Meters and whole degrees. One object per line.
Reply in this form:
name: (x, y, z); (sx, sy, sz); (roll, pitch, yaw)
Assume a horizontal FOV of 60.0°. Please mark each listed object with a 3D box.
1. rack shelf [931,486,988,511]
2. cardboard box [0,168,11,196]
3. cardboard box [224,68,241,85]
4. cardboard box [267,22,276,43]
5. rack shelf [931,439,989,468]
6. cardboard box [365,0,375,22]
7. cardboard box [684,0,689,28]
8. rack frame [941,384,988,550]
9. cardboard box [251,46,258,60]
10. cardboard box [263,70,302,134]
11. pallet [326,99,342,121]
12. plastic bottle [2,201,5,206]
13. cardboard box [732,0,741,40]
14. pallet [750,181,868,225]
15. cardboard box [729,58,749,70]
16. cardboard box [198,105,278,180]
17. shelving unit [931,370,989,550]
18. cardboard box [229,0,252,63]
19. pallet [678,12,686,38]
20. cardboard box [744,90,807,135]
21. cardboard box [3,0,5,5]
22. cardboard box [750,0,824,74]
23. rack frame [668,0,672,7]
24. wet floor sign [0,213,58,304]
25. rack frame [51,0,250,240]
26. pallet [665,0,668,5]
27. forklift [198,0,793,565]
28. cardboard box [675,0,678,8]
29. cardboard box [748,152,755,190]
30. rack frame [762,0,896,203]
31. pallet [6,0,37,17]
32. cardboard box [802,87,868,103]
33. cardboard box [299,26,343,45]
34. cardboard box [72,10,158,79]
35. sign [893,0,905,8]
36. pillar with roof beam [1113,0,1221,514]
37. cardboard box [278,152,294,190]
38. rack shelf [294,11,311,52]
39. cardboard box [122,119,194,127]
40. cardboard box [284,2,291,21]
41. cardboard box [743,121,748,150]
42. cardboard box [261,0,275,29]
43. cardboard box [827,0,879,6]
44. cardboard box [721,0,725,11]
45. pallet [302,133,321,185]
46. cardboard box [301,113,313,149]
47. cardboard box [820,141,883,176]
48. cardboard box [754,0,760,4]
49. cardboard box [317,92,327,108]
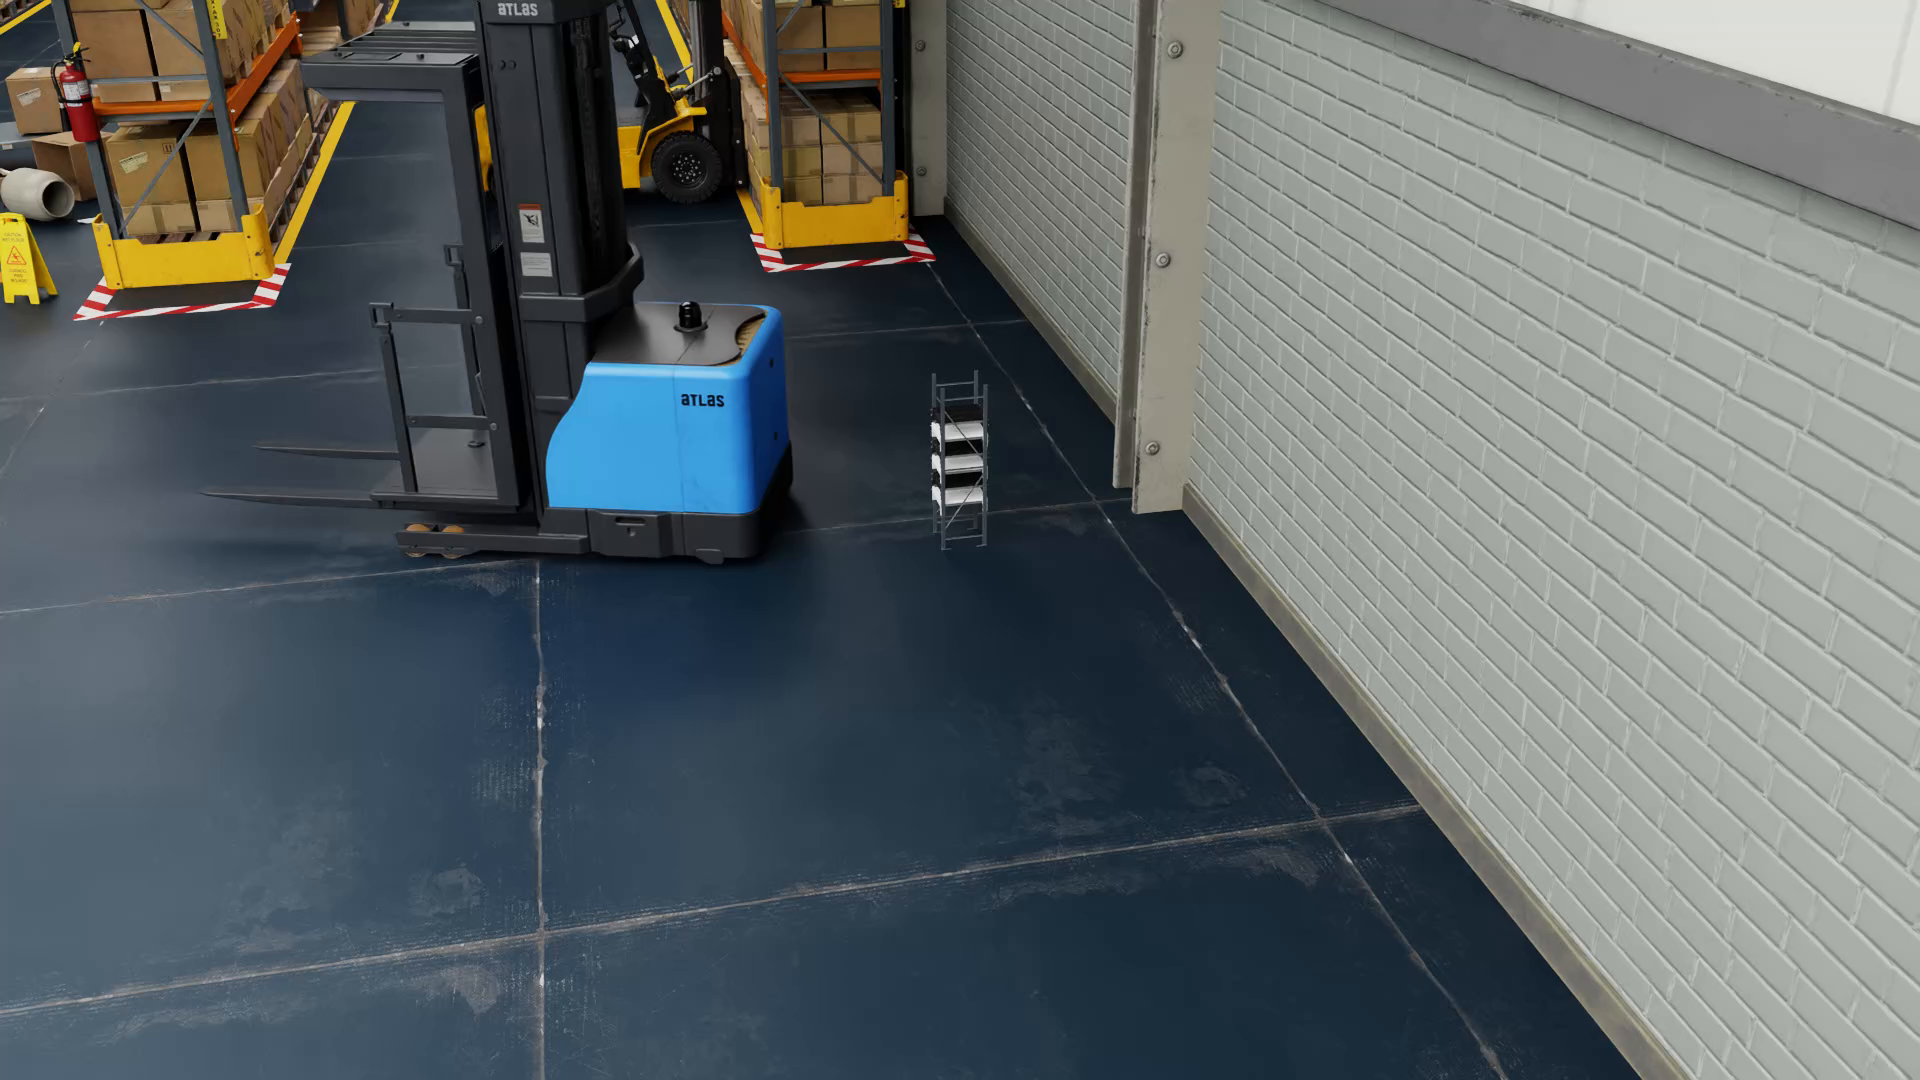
rack shelf: (-0.002, -0.215, 8.650); (0.258, 0.077, 0.200); (-6, 27, -12)
cardboard box: (-8.664, -3.274, 14.942); (0.396, 0.266, 0.258); (19, 32, 32)
cardboard box: (-5.782, -3.606, 12.845); (0.380, 0.149, 0.250); (-7, 28, -13)
cardboard box: (-6.155, -4.402, 14.422); (0.380, 0.149, 0.250); (-6, 27, -12)
rack shelf: (-0.002, -0.456, 8.529); (0.258, 0.077, 0.200); (-6, 27, -12)
cardboard box: (-8.131, -7.161, 21.501); (0.875, 0.875, 0.875); (-5, 27, -10)
cardboard box: (-3.230, -6.788, 21.178); (0.500, 0.500, 0.500); (-6, 27, -12)
rack frame: (0.021, -0.361, 8.466); (0.240, 0.900, 0.006); (-6, 27, -12)
cardboard box: (-6.034, -4.061, 13.746); (0.380, 0.149, 0.250); (-7, 28, -13)
cardboard box: (-6.246, -3.909, 14.920); (0.500, 0.500, 0.500); (-5, 27, -11)
pallet: (-7.212, -4.704, 17.835); (1.003, 0.211, 1.213); (-6, 27, -12)
plastic bottle: (-8.293, -3.002, 14.629); (0.133, 0.061, 0.283); (-1, 27, -3)
cardboard box: (-1.735, -4.727, 14.676); (0.500, 0.500, 0.500); (-6, 27, -11)
pallet: (-1.233, -2.907, 14.274); (1.003, 0.211, 1.213); (-6, 27, -12)
cardboard box: (-1.890, -4.295, 15.407); (0.500, 0.250, 0.500); (-5, 27, -10)
cardboard box: (-5.896, -3.231, 13.575); (0.500, 0.500, 0.500); (-7, 28, -14)
shelving unit: (-0.002, -0.405, 8.554); (0.258, 0.900, 0.210); (-6, 27, -12)
cardboard box: (-5.812, -3.955, 12.815); (0.500, 0.500, 0.500); (-5, 27, -10)
pallet: (-3.226, -6.953, 22.292); (1.003, 0.211, 1.213); (-6, 27, -12)
cardboard box: (-1.549, -3.620, 14.070); (0.500, 0.250, 0.500); (-5, 27, -11)
cardboard box: (-13.295, -7.363, 22.707); (0.380, 0.149, 0.250); (-6, 27, -12)
cardboard box: (-1.387, -4.054, 13.342); (0.500, 0.500, 0.500); (-7, 28, -13)
rack frame: (-3.725, -9.088, 23.426); (1.000, 3.000, 0.127); (-6, 27, -12)
wet floor sign: (-6.855, -2.071, 12.137); (0.267, 0.644, 0.232); (3, 27, 6)
rack frame: (-5.855, -3.314, 11.987); (1.000, 3.000, 0.127); (-6, 27, -12)
pallet: (-3.878, -8.145, 24.652); (1.003, 0.211, 1.213); (-6, 27, -12)
forklift: (-2.475, -1.446, 8.363); (3.031, 2.935, 1.130); (2, 27, 5)
cardboard box: (-3.597, -7.472, 22.533); (0.500, 0.500, 0.500); (-7, 28, -13)
cardboard box: (-1.537, -3.173, 14.294); (0.500, 0.250, 0.500); (-6, 27, -12)
rack frame: (-1.020, -3.820, 12.989); (1.000, 3.000, 0.127); (-6, 27, -12)
pallet: (-13.824, -7.618, 23.609); (1.003, 0.211, 1.213); (-6, 27, -12)
cardboard box: (-1.060, -3.675, 14.179); (0.500, 0.250, 0.500); (-6, 27, -12)
cardboard box: (-7.541, -5.592, 18.950); (0.950, 0.372, 0.625); (-8, 28, -15)
cardboard box: (-6.246, -3.702, 12.314); (0.500, 0.500, 0.500); (-6, 27, -13)
sign: (-0.478, -4.295, 12.883); (0.100, 0.325, 0.005); (-6, 27, -12)
pillar with roof beam: (-3.141, -3.824, 6.340); (9.100, 9.000, 0.400); (-6, 27, -12)
cardboard box: (-6.011, -3.120, 14.187); (0.500, 0.250, 0.500); (-4, 27, -8)
rack shelf: (-7.208, -5.627, 17.368); (1.077, 0.370, 4.000); (-6, 27, -12)
cardboard box: (-6.411, -3.163, 13.441); (0.500, 0.500, 0.500); (-5, 27, -10)
cardboard box: (-6.387, -4.848, 15.305); (0.380, 0.149, 0.250); (-6, 27, -12)
cardboard box: (-1.674, -3.631, 14.645); (0.500, 0.250, 0.500); (-7, 28, -13)
cardboard box: (-6.170, -4.625, 14.144); (0.500, 0.500, 0.500); (-5, 27, -10)
cardboard box: (-0.844, -4.329, 13.168); (0.380, 0.149, 0.250); (-7, 28, -13)
cardboard box: (-2.076, -5.399, 16.007); (0.500, 0.500, 0.500); (-7, 28, -13)
pallet: (-6.571, -3.534, 15.518); (1.003, 0.211, 1.213); (-6, 27, -12)
cardboard box: (-6.362, -3.798, 15.531); (0.500, 0.250, 0.500); (-5, 27, -9)
cardboard box: (-0.924, -3.231, 13.852); (0.500, 0.250, 0.500); (-5, 27, -11)
cardboard box: (-1.458, -4.387, 13.282); (0.380, 0.149, 0.250); (-6, 27, -11)
cardboard box: (-7.043, -4.630, 17.044); (0.950, 0.372, 0.625); (-4, 27, -8)
